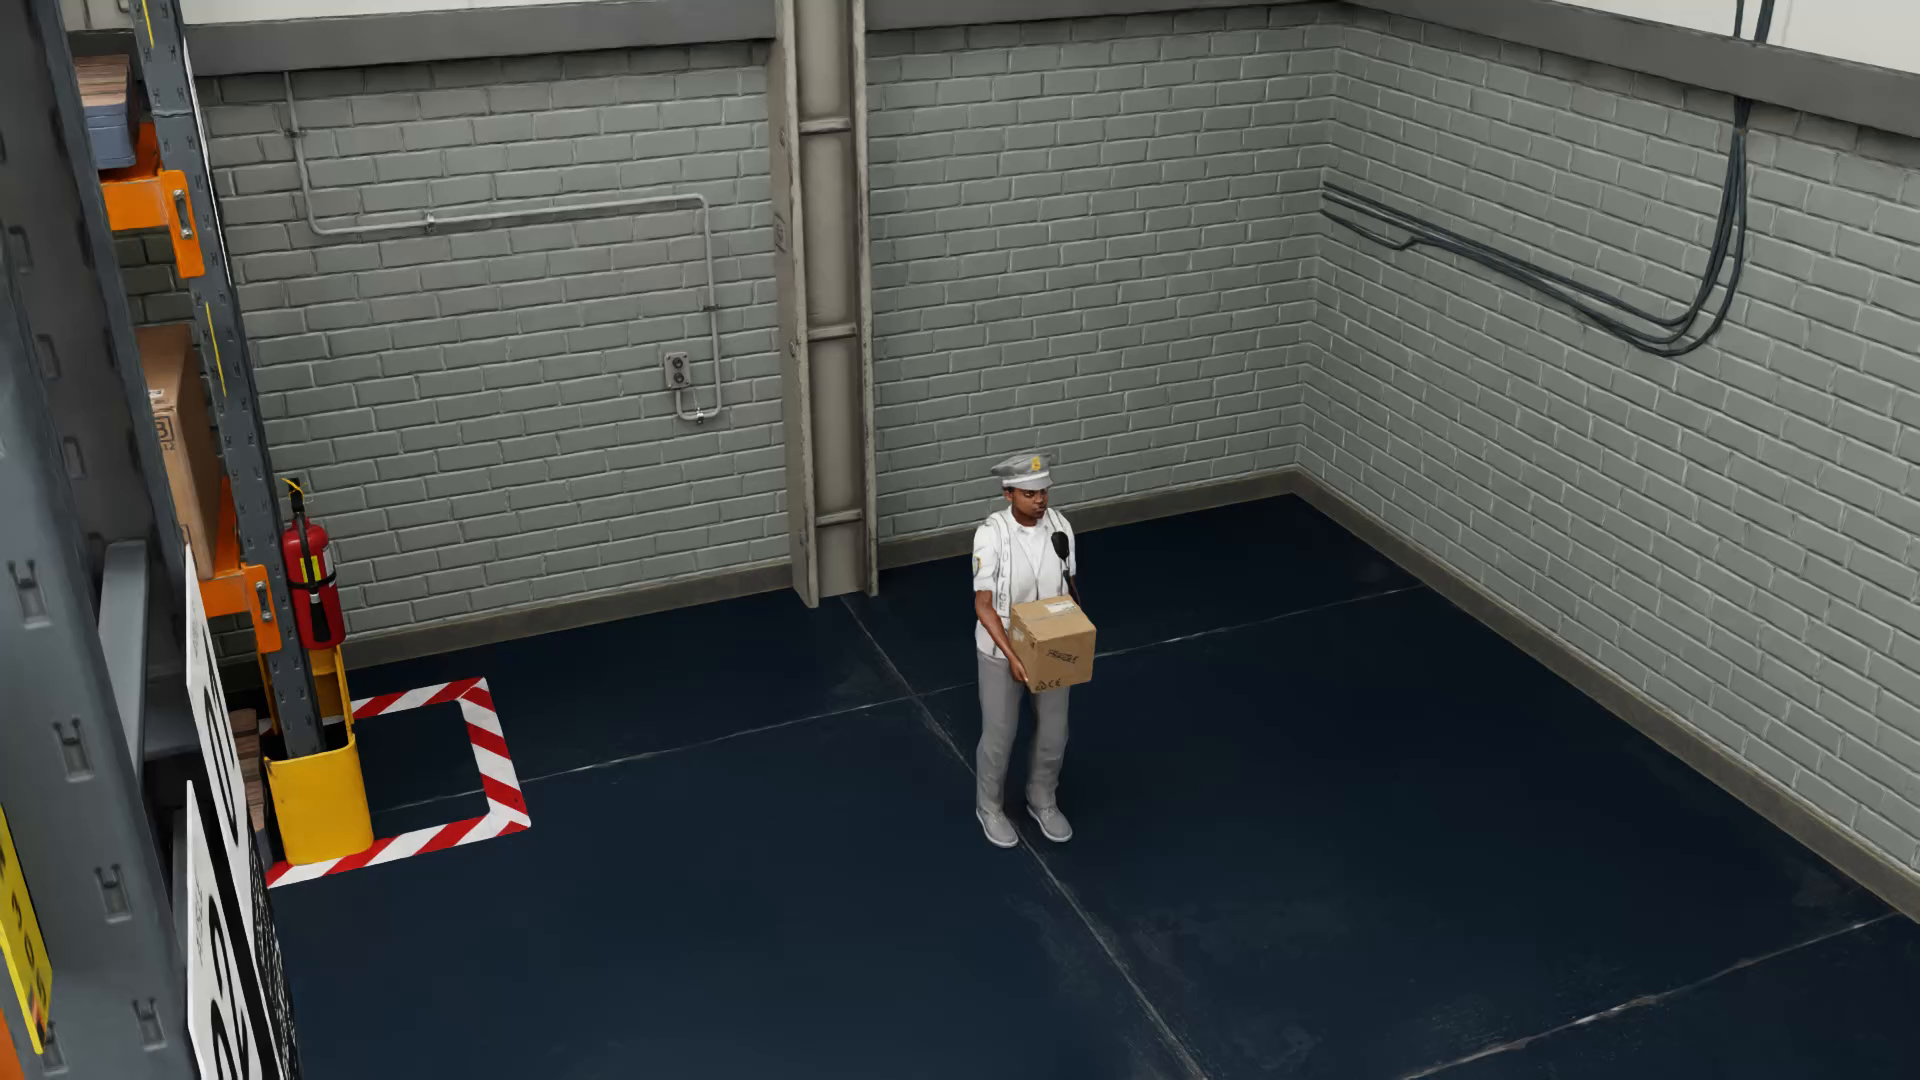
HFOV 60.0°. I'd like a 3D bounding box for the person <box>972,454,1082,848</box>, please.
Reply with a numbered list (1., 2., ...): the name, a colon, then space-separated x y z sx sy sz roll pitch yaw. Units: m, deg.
1. person: 0.282 0.462 6.643 0.451 1.687 0.537 -10 28 -20
